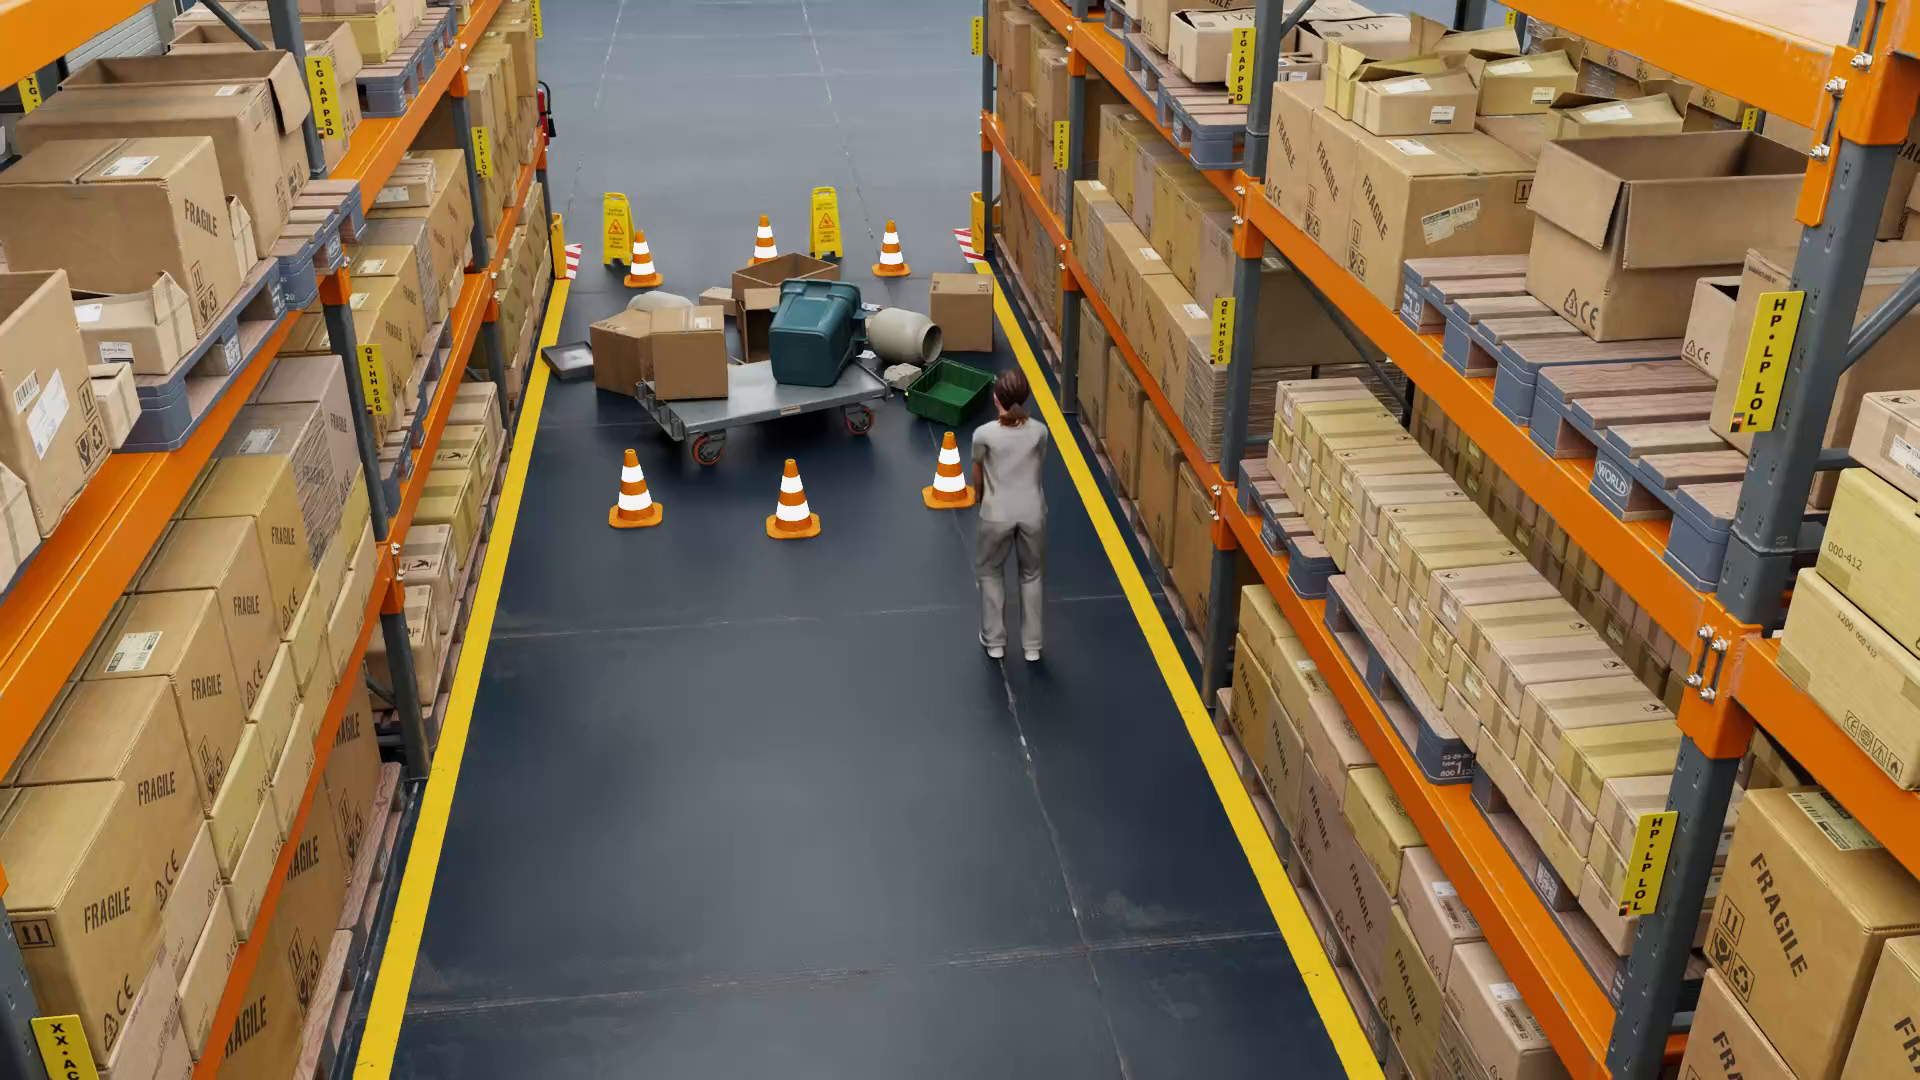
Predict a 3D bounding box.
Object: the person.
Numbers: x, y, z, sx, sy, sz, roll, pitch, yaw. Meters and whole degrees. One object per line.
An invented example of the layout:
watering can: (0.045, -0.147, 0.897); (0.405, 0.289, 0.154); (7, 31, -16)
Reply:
person: (0.255, -0.155, 8.938); (0.411, 1.666, 0.506); (-4, 28, -8)
